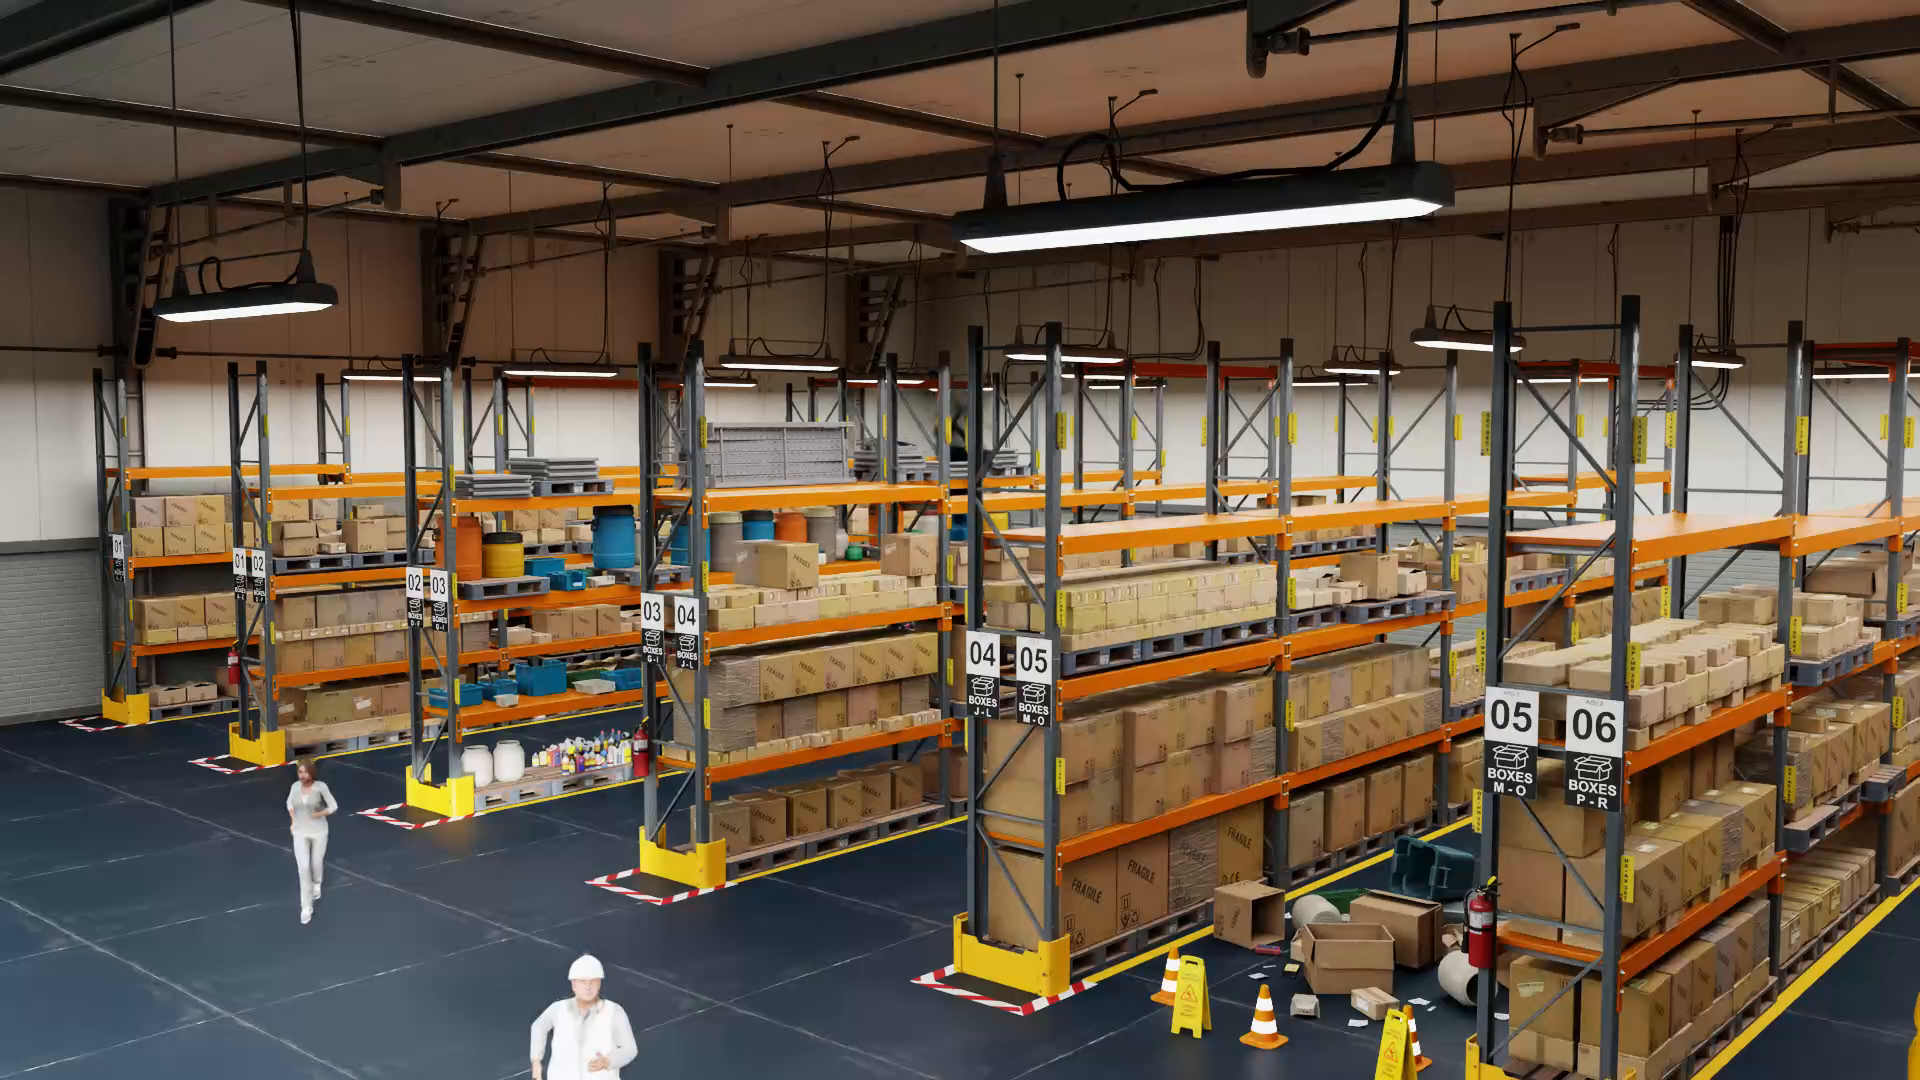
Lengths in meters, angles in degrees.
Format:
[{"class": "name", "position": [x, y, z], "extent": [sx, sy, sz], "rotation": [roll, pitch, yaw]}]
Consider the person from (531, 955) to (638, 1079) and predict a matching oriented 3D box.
[{"class": "person", "position": [-2.361, 3.511, 10.455], "extent": [0.664, 1.774, 0.967], "rotation": [-1, 4, -12]}]

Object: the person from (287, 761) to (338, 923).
[{"class": "person", "position": [-6.759, 3.089, 17.350], "extent": [0.524, 1.613, 0.803], "rotation": [-1, 4, -14]}]
